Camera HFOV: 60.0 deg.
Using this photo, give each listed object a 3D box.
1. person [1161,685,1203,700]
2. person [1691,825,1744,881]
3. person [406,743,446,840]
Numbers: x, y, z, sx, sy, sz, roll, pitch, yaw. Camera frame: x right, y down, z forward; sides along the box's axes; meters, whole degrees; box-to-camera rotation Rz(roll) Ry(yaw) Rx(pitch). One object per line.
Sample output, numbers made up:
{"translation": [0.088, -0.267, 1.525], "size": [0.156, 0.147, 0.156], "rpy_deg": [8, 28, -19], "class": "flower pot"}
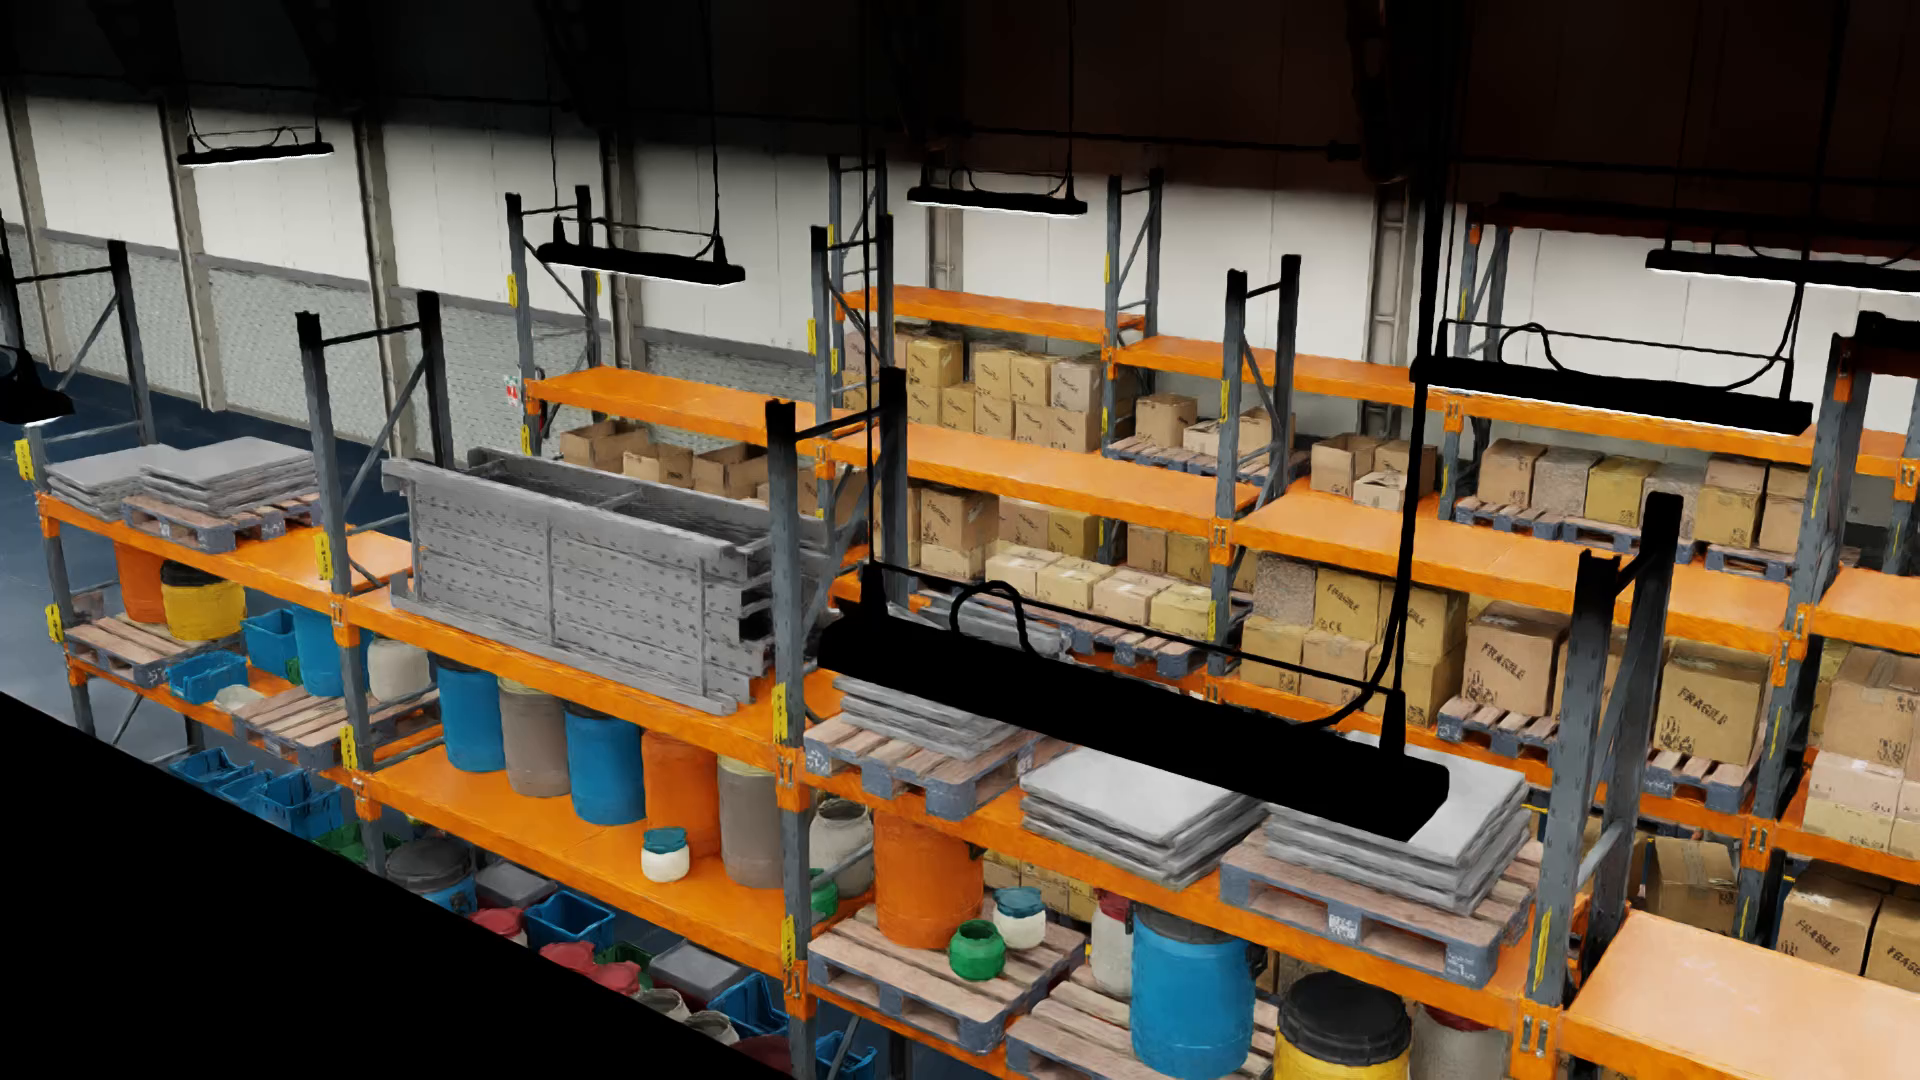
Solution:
{"translation": [2.310, 1.662, 17.438], "size": [1.033, 1.706, 0.571], "rpy_deg": [10, 21, 26], "class": "person"}
{"translation": [6.418, 2.790, 14.155], "size": [0.492, 1.665, 0.435], "rpy_deg": [4, 19, 11], "class": "person"}
{"translation": [-4.711, 2.475, 14.893], "size": [0.565, 1.765, 0.672], "rpy_deg": [-8, 20, -21], "class": "person"}
